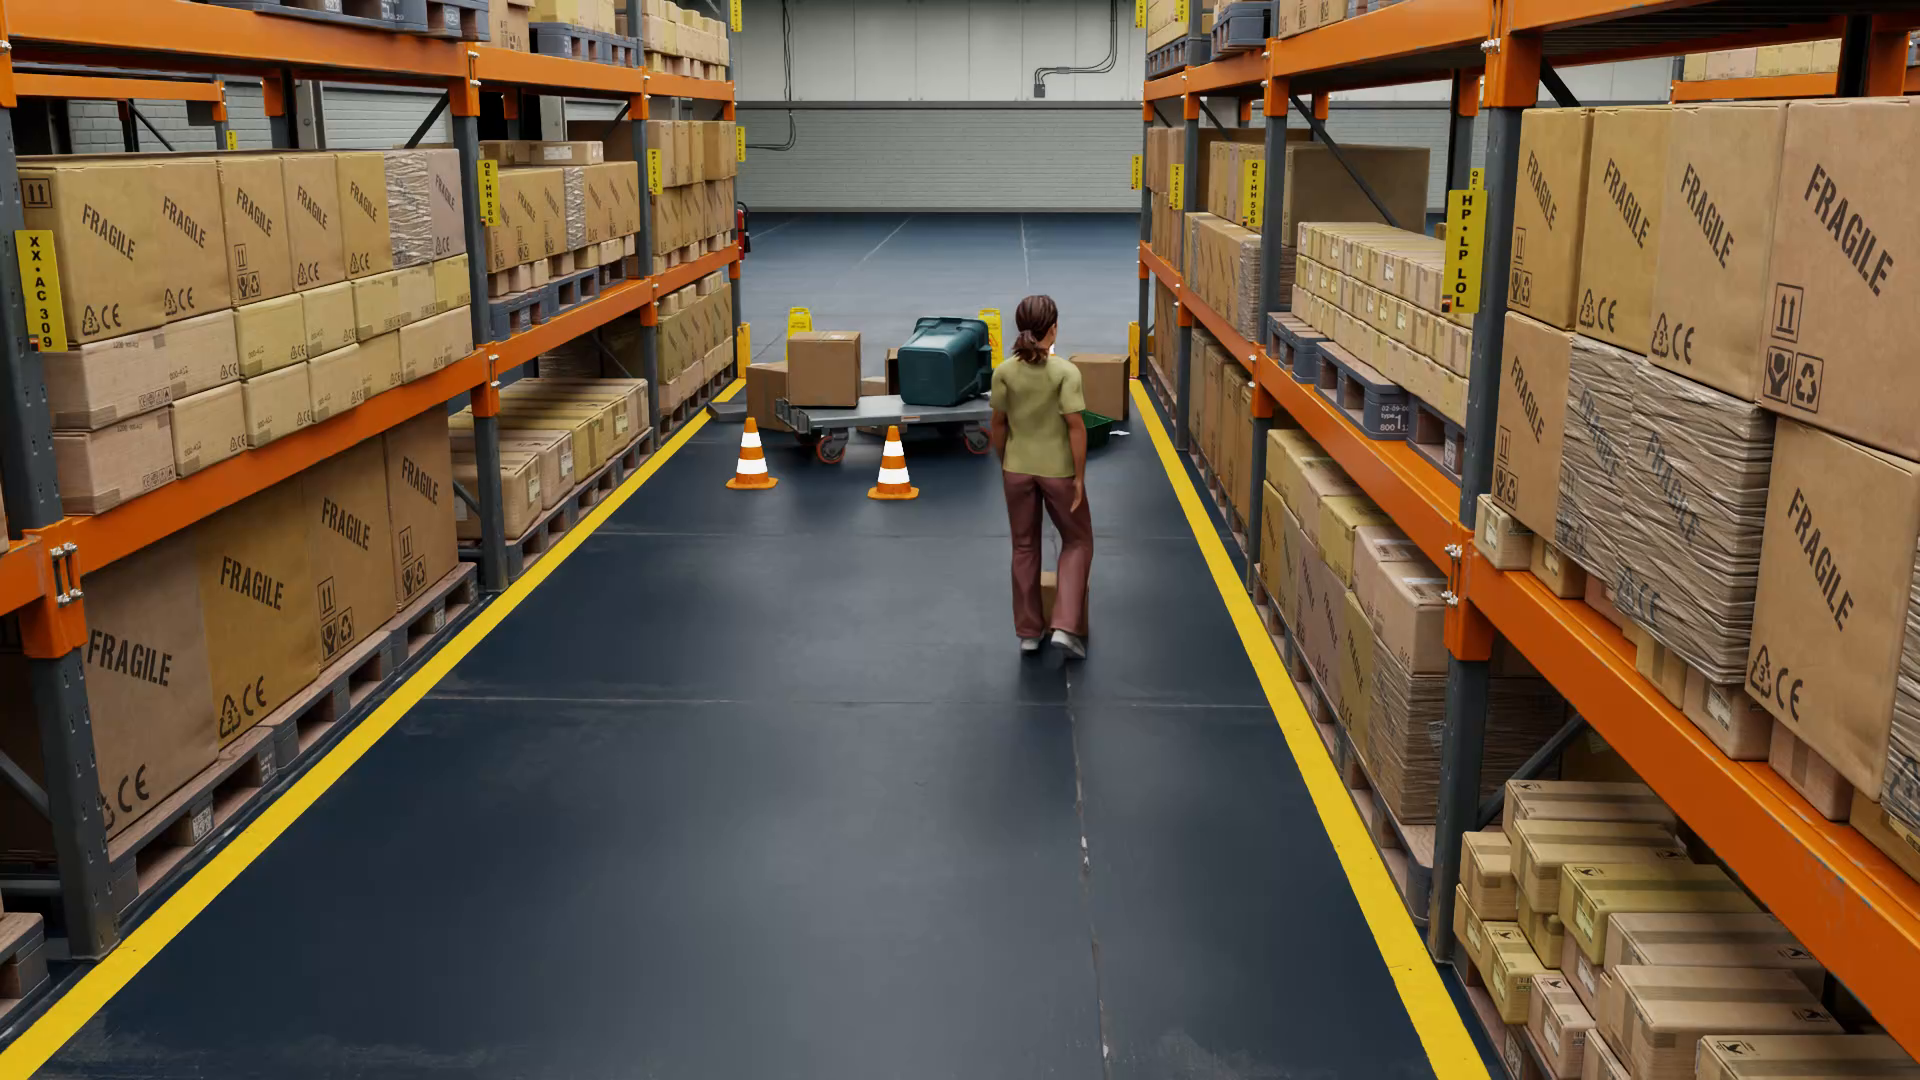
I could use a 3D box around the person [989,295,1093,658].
[{"bbox_3d":[0.377,-0.275,7.600,0.467,1.697,0.529,4,15,16],"label":"person"}]
